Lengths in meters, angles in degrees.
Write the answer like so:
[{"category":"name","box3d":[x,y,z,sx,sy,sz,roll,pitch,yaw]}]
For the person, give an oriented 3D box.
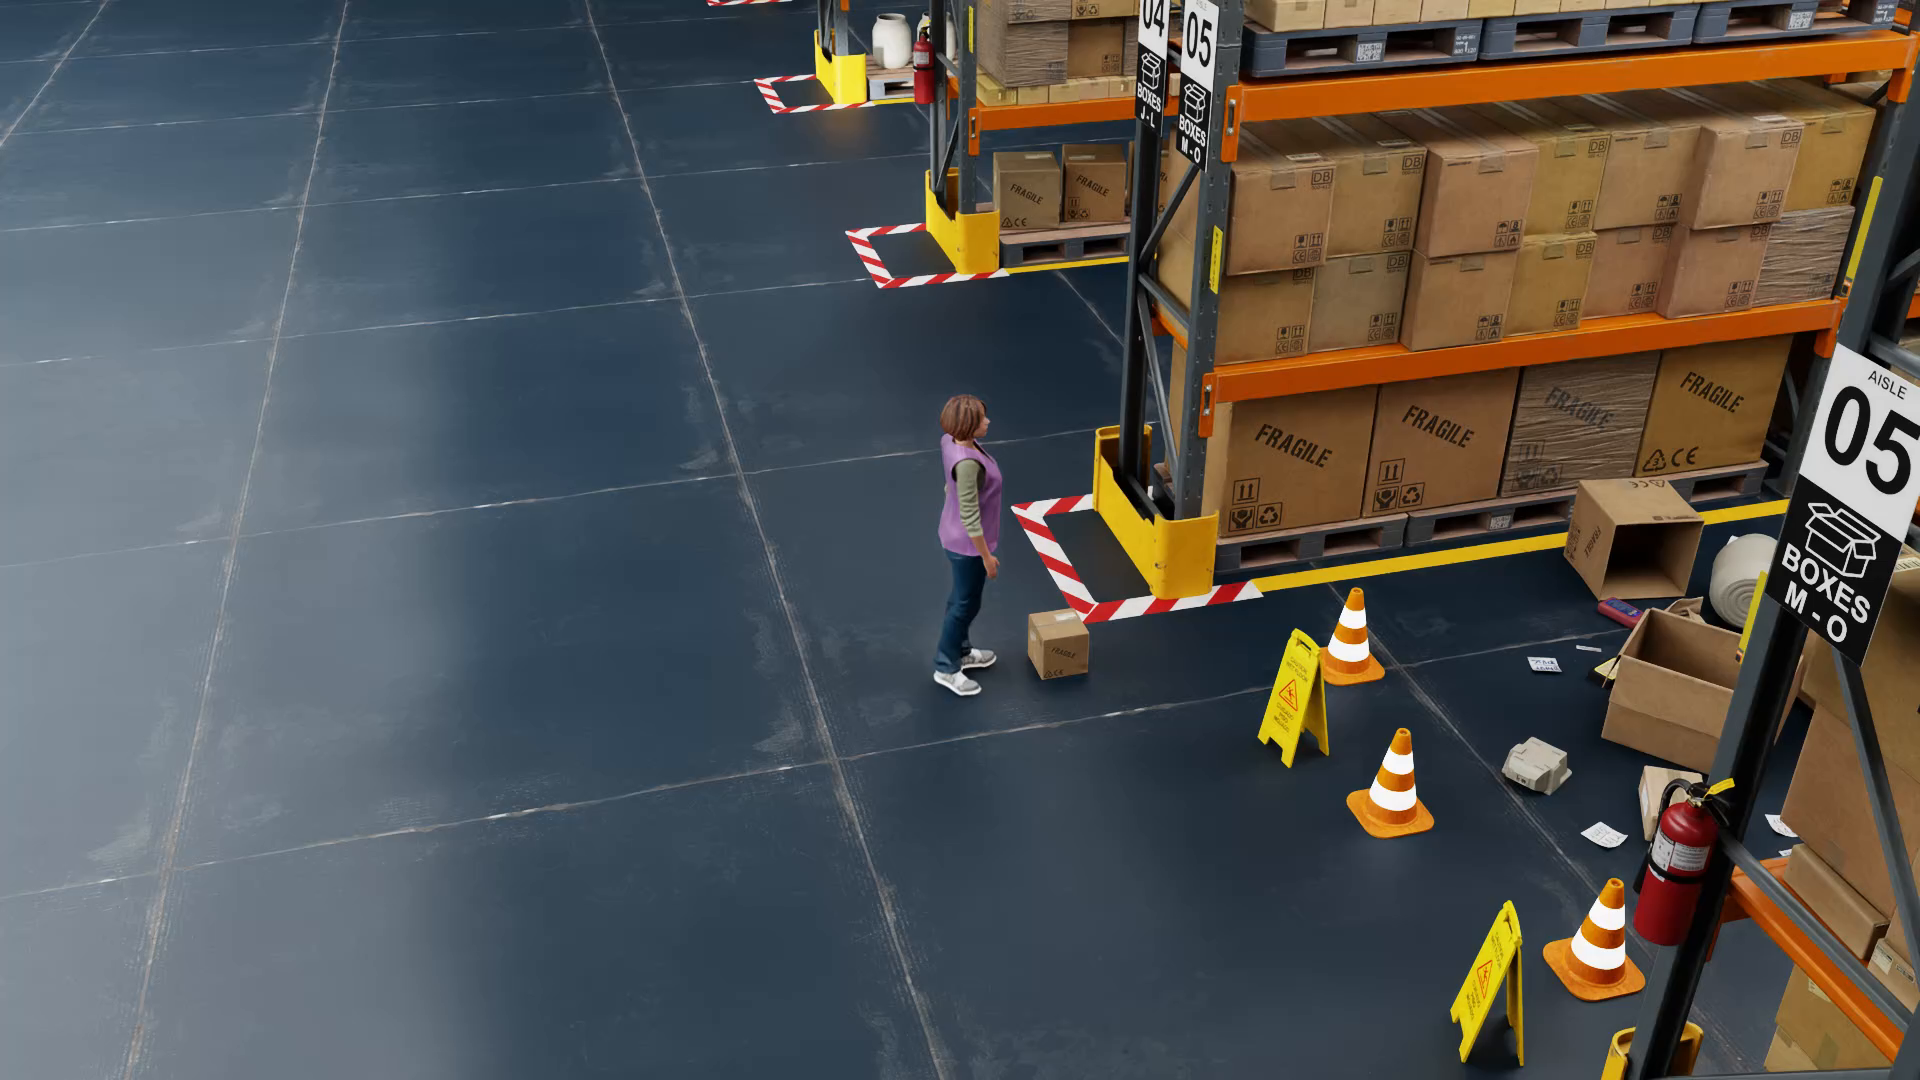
[{"category":"person","box3d":[0.030,0.012,8.181,0.348,1.599,0.439,-4,31,-7]}]
